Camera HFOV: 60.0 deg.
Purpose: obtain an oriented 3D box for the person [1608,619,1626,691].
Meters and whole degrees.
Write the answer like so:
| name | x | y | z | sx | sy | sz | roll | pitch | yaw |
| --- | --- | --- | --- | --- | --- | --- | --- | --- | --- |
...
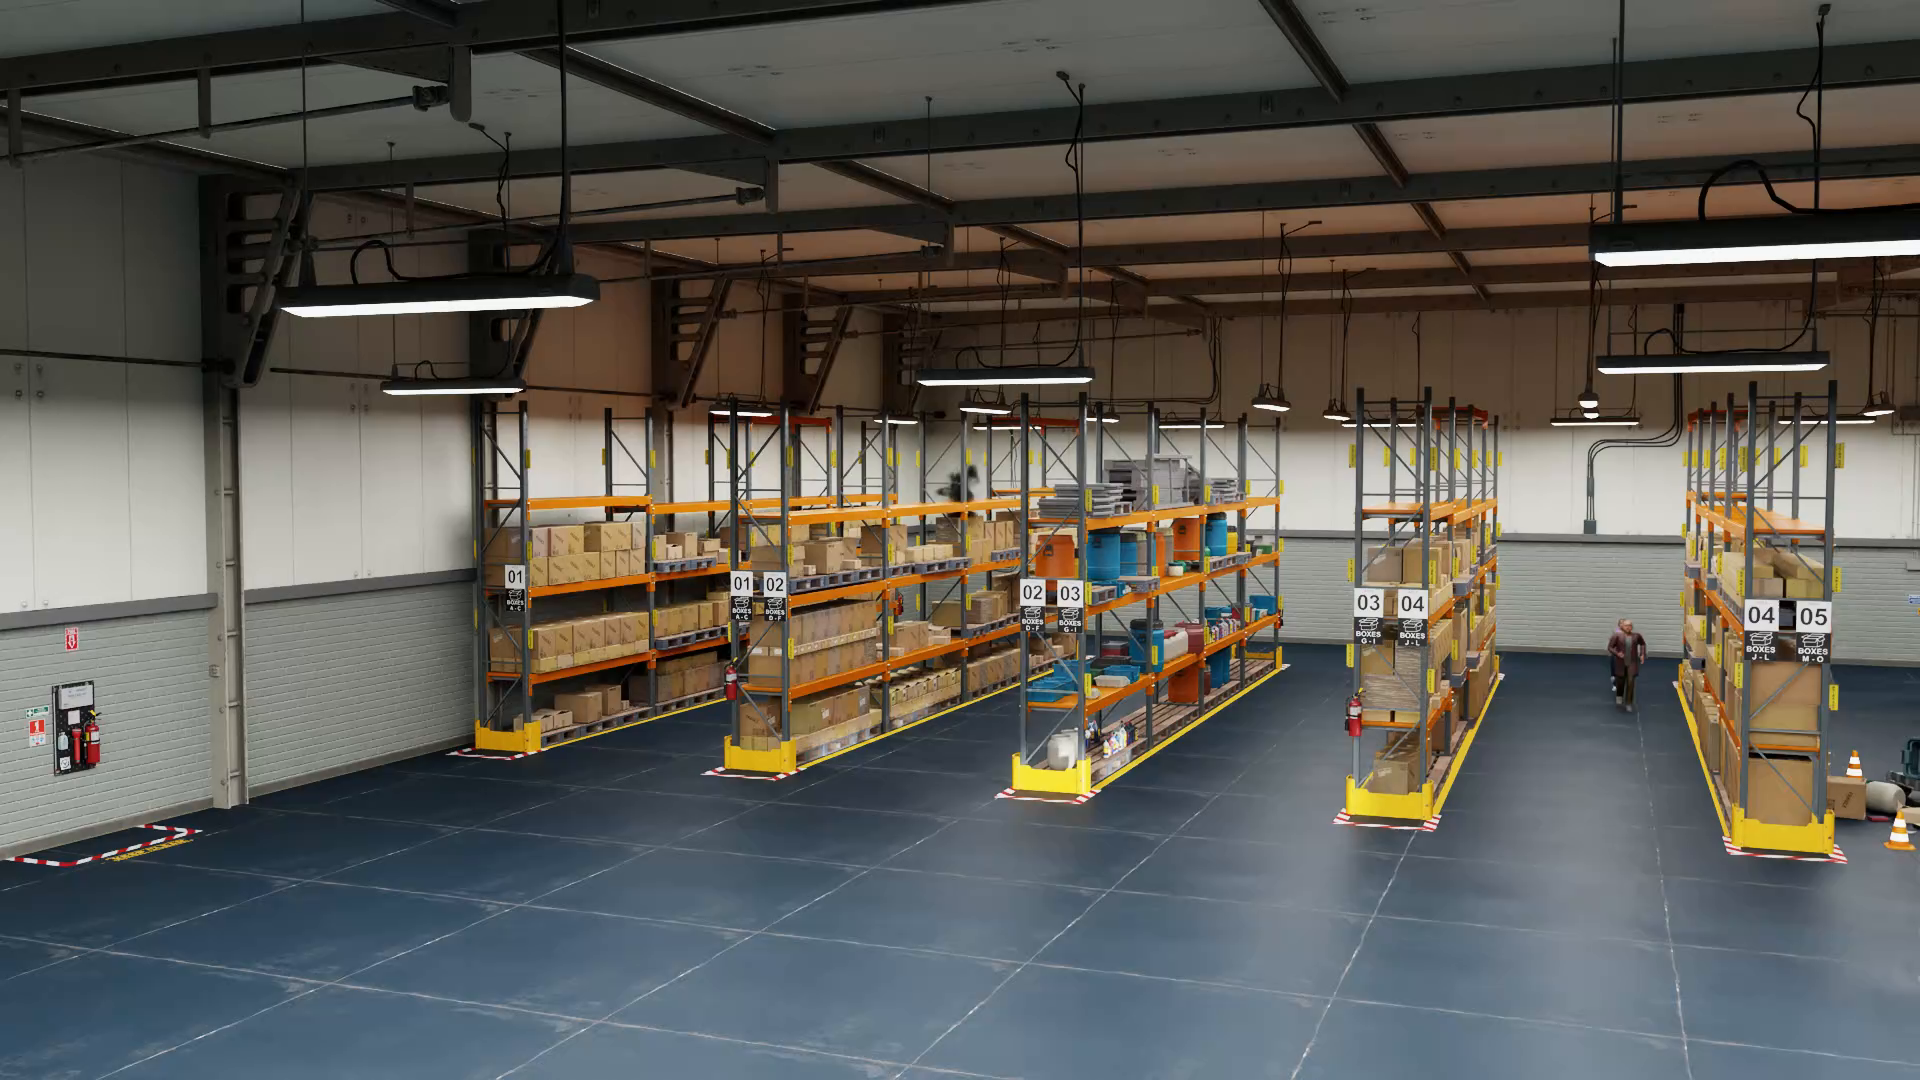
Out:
| name | x | y | z | sx | sy | sz | roll | pitch | yaw |
| --- | --- | --- | --- | --- | --- | --- | --- | --- | --- |
| person | 14.351 | 2.479 | 36.099 | 0.557 | 1.565 | 0.621 | 1 | 3 | 26 |

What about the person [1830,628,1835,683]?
| name | x | y | z | sx | sy | sz | roll | pitch | yaw |
| --- | --- | --- | --- | --- | --- | --- | --- | --- | --- |
| person | 18.978 | 2.375 | 36.819 | 0.719 | 1.772 | 0.690 | 1 | 3 | 27 |

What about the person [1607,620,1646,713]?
| name | x | y | z | sx | sy | sz | roll | pitch | yaw |
| --- | --- | --- | --- | --- | --- | --- | --- | --- | --- |
| person | 13.328 | 2.495 | 33.244 | 0.734 | 1.799 | 0.933 | 1 | 3 | 17 |
